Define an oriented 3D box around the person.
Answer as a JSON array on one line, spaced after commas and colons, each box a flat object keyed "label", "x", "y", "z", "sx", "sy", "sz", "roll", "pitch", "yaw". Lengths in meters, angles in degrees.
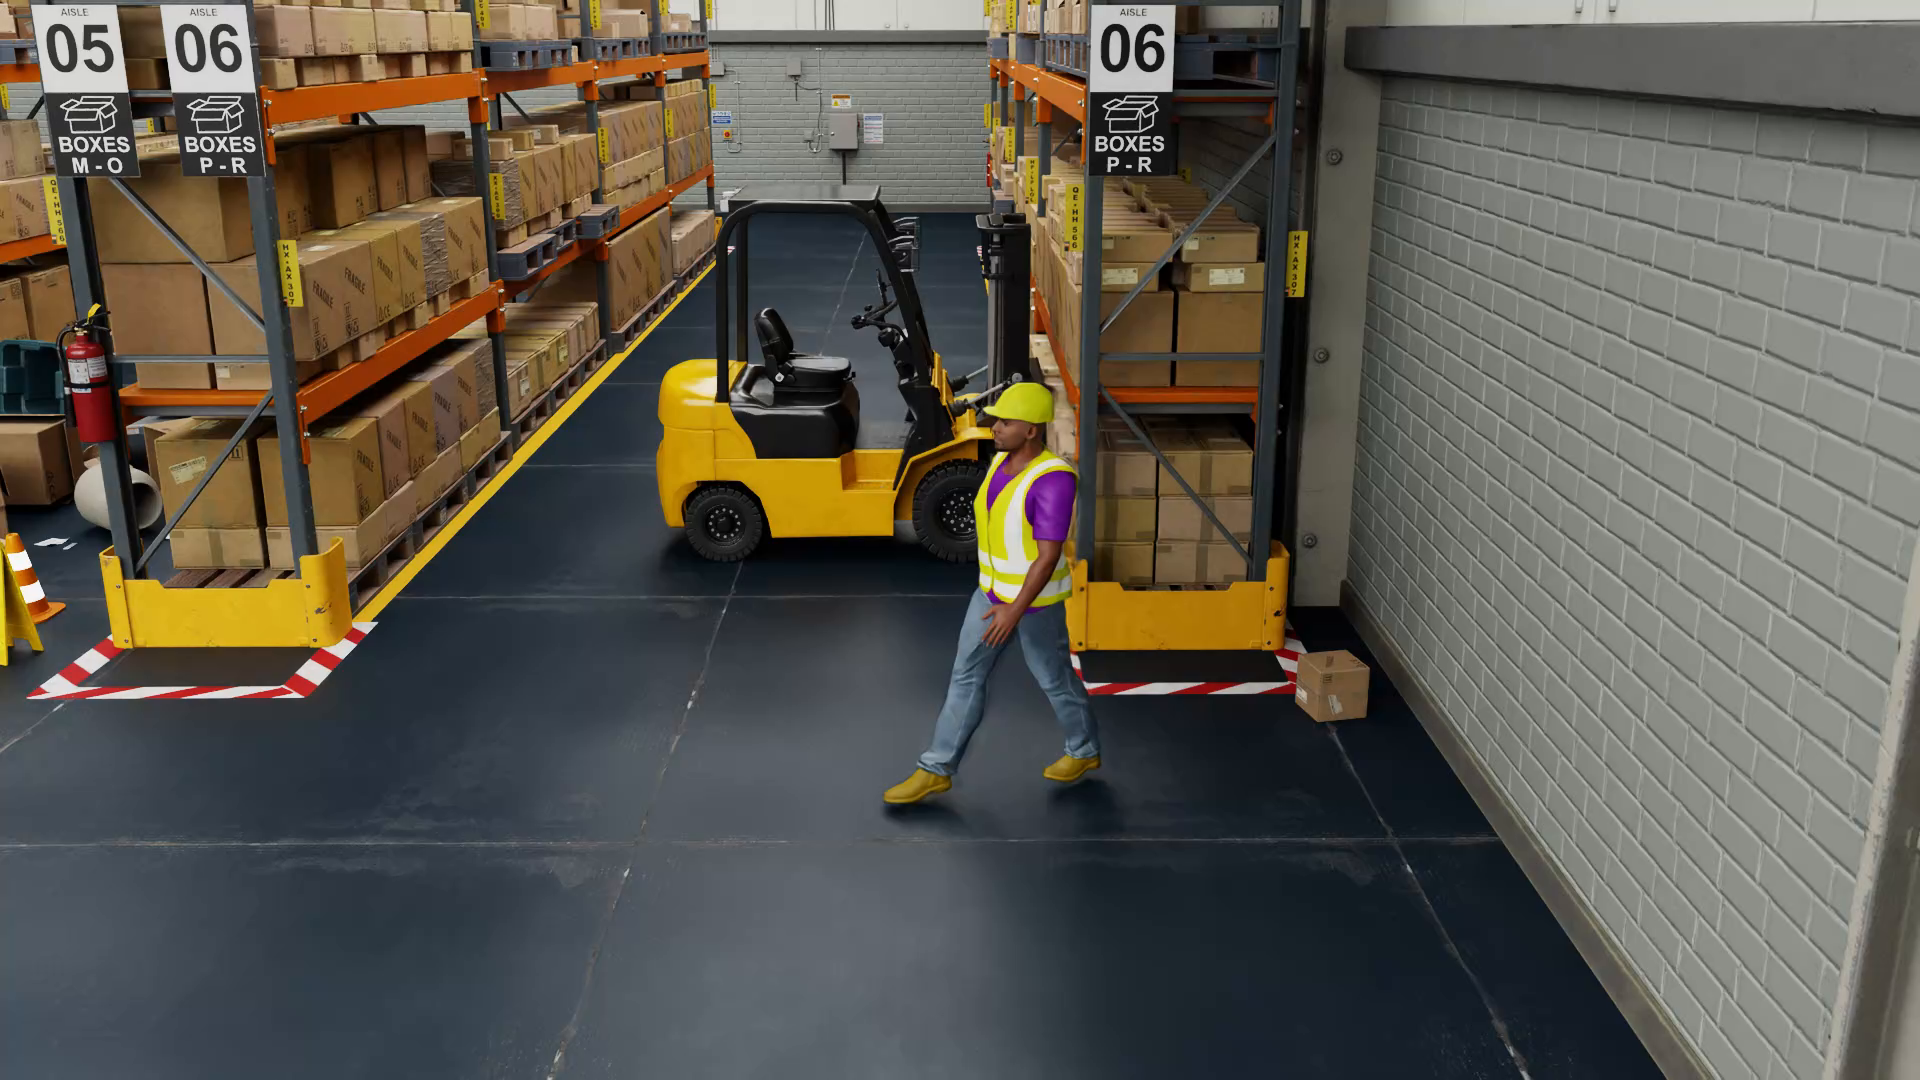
[{"label": "person", "x": 0.174, "y": 0.221, "z": 6.722, "sx": 0.979, "sy": 1.722, "sz": 0.583, "roll": -10, "pitch": 20, "yaw": -30}]
